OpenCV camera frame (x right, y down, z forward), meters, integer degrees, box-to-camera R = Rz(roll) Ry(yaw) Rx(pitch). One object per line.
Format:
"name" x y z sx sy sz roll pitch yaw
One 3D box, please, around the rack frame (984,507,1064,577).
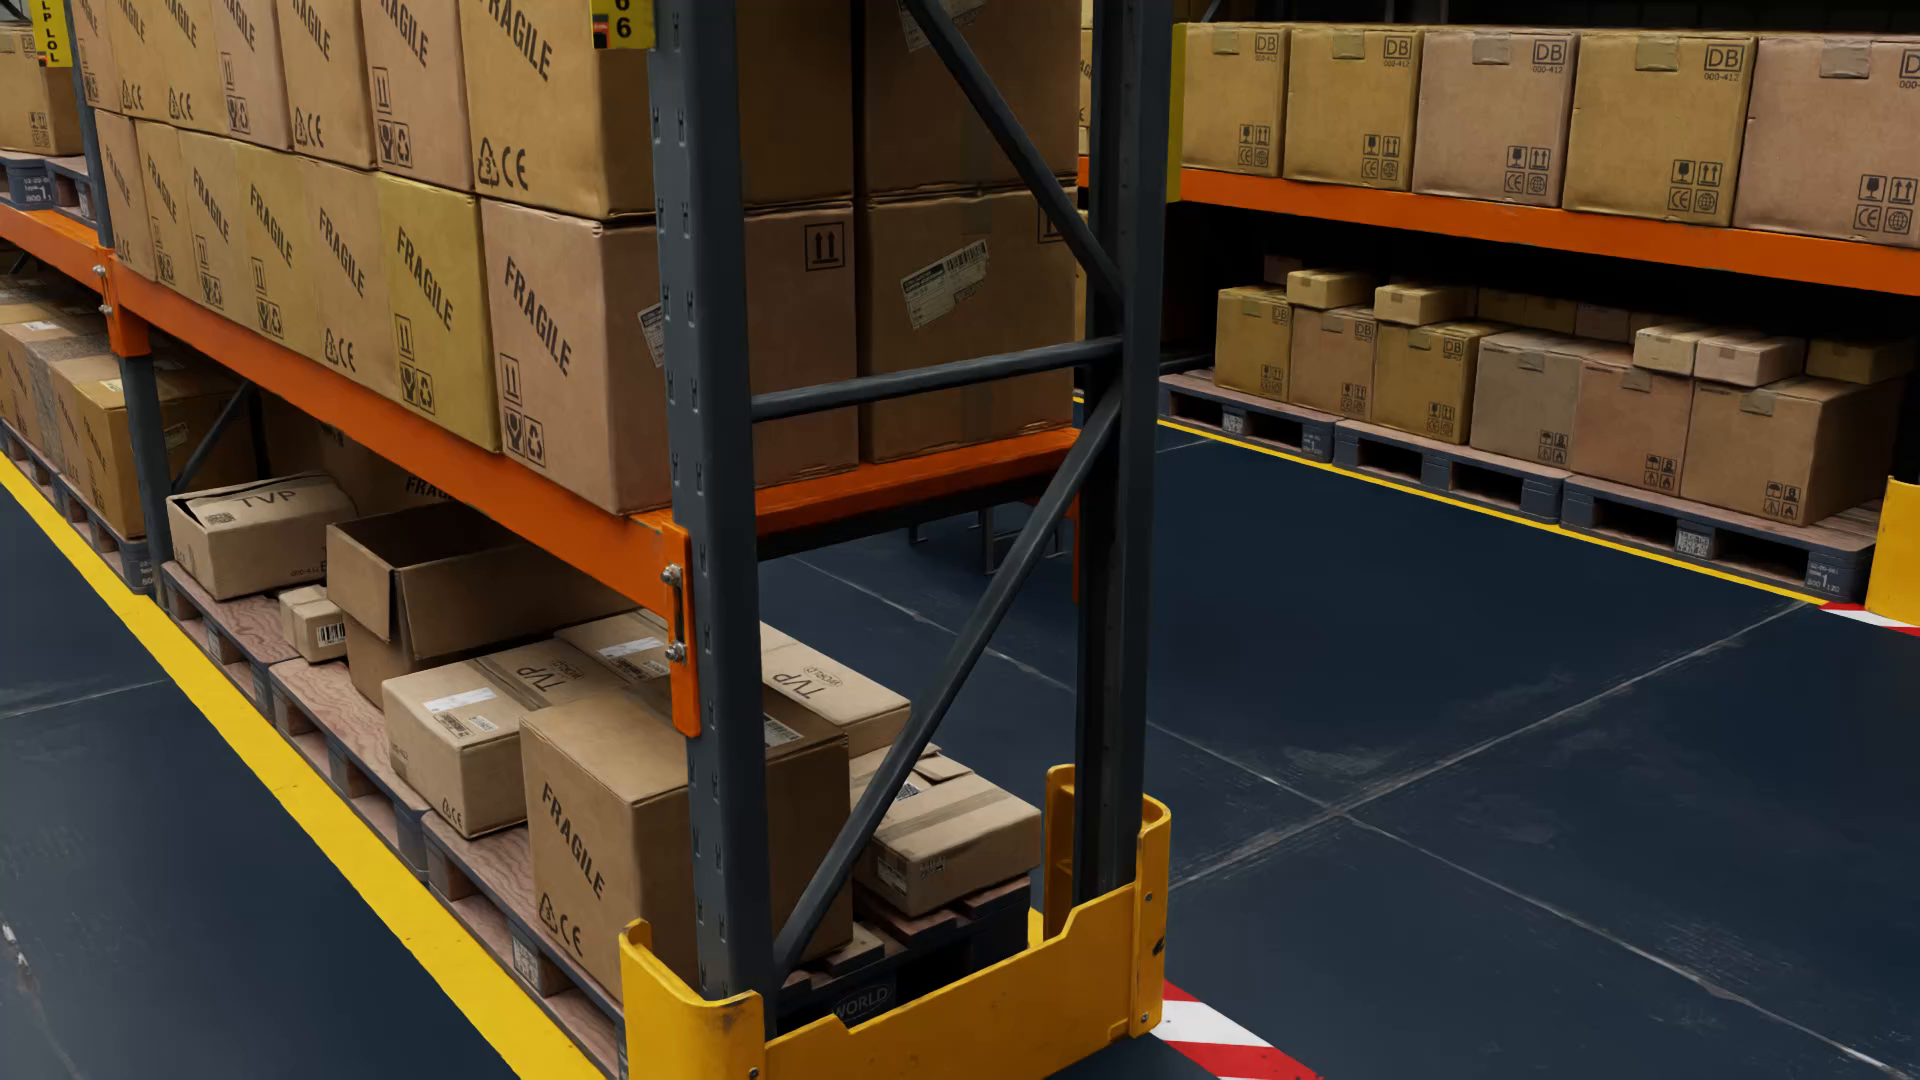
"rack frame" 0.254 -0.896 6.228 0.400 2.100 0.015 -14 23 -36

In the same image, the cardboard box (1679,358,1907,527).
"cardboard box" 3.324 -0.411 6.642 0.700 0.500 0.500 -14 23 -36

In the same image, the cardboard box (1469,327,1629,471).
"cardboard box" 2.700 -0.659 7.388 0.700 0.500 0.500 -15 23 -38

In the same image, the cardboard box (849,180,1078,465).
"cardboard box" -0.113 -0.486 3.400 0.500 0.500 0.500 -13 23 -35

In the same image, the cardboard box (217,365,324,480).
"cardboard box" -2.637 -0.453 6.734 0.500 0.500 0.500 -15 24 -39

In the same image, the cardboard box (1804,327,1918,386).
"cardboard box" 3.558 -0.728 6.565 0.380 0.149 0.250 -14 23 -36

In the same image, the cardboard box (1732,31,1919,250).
"cardboard box" 3.512 -1.512 6.179 0.980 0.700 0.700 -13 22 -34

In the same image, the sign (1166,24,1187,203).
"sign" 0.381 -0.795 3.114 0.100 0.325 0.005 -14 23 -36

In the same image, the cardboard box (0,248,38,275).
"cardboard box" -5.529 -1.491 9.406 0.500 0.311 0.500 -13 22 -35

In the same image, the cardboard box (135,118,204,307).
"cardboard box" -2.104 -1.007 4.972 0.500 0.500 0.500 -13 23 -35

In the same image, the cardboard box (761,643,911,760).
"cardboard box" -0.470 0.506 4.237 0.500 0.250 0.500 -14 23 -36

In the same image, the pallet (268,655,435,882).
"pallet" -1.340 0.530 4.925 1.003 0.211 1.213 -14 23 -36

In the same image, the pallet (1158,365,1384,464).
"pallet" 1.764 -0.705 8.656 1.003 0.211 1.213 -14 23 -36

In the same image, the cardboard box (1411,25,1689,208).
"cardboard box" 2.586 -1.879 7.287 0.980 0.700 0.700 -15 24 -39

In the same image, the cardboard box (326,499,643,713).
"cardboard box" -1.357 0.174 4.835 0.797 0.503 0.637 -14 23 -36

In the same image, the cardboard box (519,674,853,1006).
"cardboard box" -0.575 0.614 3.514 0.500 0.500 0.500 -14 23 -36

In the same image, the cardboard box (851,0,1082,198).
"cardboard box" -0.113 -0.961 3.243 0.500 0.500 0.500 -13 22 -34

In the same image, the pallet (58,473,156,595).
"pallet" -3.062 -0.133 6.928 1.003 0.211 1.213 -14 23 -36

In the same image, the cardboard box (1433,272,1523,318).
"cardboard box" 2.452 -1.166 7.887 0.380 0.149 0.250 -14 23 -36

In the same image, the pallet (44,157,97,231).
"pallet" -2.938 -1.391 6.596 1.003 0.211 1.213 -14 23 -36

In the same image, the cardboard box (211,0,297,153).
"cardboard box" -1.495 -1.234 4.067 0.500 0.500 0.500 -13 22 -34

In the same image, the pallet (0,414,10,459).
"pallet" -4.577 -0.734 8.744 1.003 0.211 1.213 -14 23 -36

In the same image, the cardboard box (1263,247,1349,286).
"cardboard box" 1.803 -1.422 8.662 0.380 0.149 0.250 -14 23 -36

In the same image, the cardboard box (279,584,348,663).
"cardboard box" -1.892 0.229 5.206 0.380 0.166 0.250 -14 23 -36

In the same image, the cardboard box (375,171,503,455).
"cardboard box" -0.860 -0.510 3.471 0.500 0.500 0.500 -14 23 -36

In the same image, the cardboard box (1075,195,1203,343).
"cardboard box" 0.848 -1.545 9.509 0.750 0.750 0.750 -14 23 -35

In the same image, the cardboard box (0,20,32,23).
"cardboard box" -4.532 -2.363 8.400 0.500 0.500 0.700 11 21 30

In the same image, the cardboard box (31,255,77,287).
"cardboard box" -5.106 -1.596 9.725 0.500 0.311 0.500 -13 22 -34

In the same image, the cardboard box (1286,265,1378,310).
"cardboard box" 1.807 -1.228 8.075 0.380 0.149 0.250 -13 22 -34

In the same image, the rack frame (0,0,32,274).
"rack frame" -5.011 -2.249 8.884 1.000 3.000 0.127 -14 23 -36

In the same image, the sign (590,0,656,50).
"sign" -0.492 -0.874 2.386 0.100 0.325 0.005 -14 23 -36

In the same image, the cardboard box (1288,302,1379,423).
"cardboard box" 2.047 -0.915 8.164 0.700 0.500 0.500 -14 23 -37

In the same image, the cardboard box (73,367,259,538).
"cardboard box" -3.059 -0.352 6.429 0.500 0.500 0.500 -14 23 -36

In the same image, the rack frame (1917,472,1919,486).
"rack frame" 3.837 -1.246 5.853 1.000 3.000 0.127 -14 23 -36

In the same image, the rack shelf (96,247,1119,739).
"rack shelf" -1.286 -0.429 4.532 1.077 0.370 4.000 -14 23 -36

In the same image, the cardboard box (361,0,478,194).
"cardboard box" -0.850 -0.981 3.302 0.500 0.500 0.500 -13 22 -35

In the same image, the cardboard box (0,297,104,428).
"cardboard box" -4.316 -0.851 7.938 0.500 0.500 0.500 -14 23 -37

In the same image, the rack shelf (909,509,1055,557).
"rack shelf" 0.103 -0.279 6.634 0.431 0.518 0.480 -14 23 -36

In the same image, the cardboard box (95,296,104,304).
"cardboard box" -3.925 -0.959 8.264 0.500 0.500 0.500 -15 24 -38

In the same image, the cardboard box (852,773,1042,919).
"cardboard box" -0.035 0.696 3.823 0.380 0.149 0.250 -14 23 -36

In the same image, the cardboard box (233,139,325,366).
"cardboard box" -1.479 -0.758 4.221 0.500 0.500 0.500 -14 23 -37

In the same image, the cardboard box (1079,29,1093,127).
"cardboard box" 0.869 -2.494 8.959 0.500 0.500 0.500 -14 23 -37

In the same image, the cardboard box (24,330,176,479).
"cardboard box" -3.670 -0.599 7.175 0.500 0.500 0.500 -14 23 -35

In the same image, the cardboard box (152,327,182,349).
"cardboard box" -3.281 -0.707 7.501 0.500 0.500 0.500 -14 23 -35

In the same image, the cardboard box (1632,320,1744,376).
"cardboard box" 2.942 -0.778 6.718 0.380 0.149 0.250 -13 22 -35

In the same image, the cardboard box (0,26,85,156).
"cardboard box" -3.673 -1.934 7.104 0.500 0.500 0.700 13 23 35

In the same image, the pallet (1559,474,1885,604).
"pallet" 3.279 -0.104 6.840 1.003 0.211 1.213 -14 23 -36

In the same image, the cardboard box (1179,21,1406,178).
"cardboard box" 1.677 -2.237 8.369 0.980 0.700 0.700 -14 23 -35

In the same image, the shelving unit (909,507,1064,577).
"shelving unit" 0.103 -0.956 6.409 0.431 2.100 0.503 -14 23 -36

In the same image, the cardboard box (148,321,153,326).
"cardboard box" -3.570 -1.179 7.734 0.500 0.250 0.500 -15 23 -37

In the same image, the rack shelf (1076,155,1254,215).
"rack shelf" 0.111 -2.383 10.431 1.077 0.370 4.000 -14 23 -36

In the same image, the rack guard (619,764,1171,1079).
"rack guard" -0.091 0.890 3.380 1.175 0.500 0.348 -14 23 -36

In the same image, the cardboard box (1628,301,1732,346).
"cardboard box" 3.088 -0.914 7.128 0.380 0.149 0.250 -14 23 -36

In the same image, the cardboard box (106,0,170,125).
"cardboard box" -2.135 -1.488 4.834 0.500 0.500 0.500 -15 23 -38

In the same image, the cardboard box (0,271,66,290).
"cardboard box" -4.953 -1.104 8.700 0.500 0.500 0.500 -13 22 -34

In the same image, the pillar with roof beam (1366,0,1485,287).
"pillar with roof beam" -0.909 -4.235 5.338 9.100 9.000 0.400 -14 23 -36

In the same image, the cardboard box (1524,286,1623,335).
"cardboard box" 2.770 -1.040 7.507 0.380 0.149 0.250 -14 23 -36
